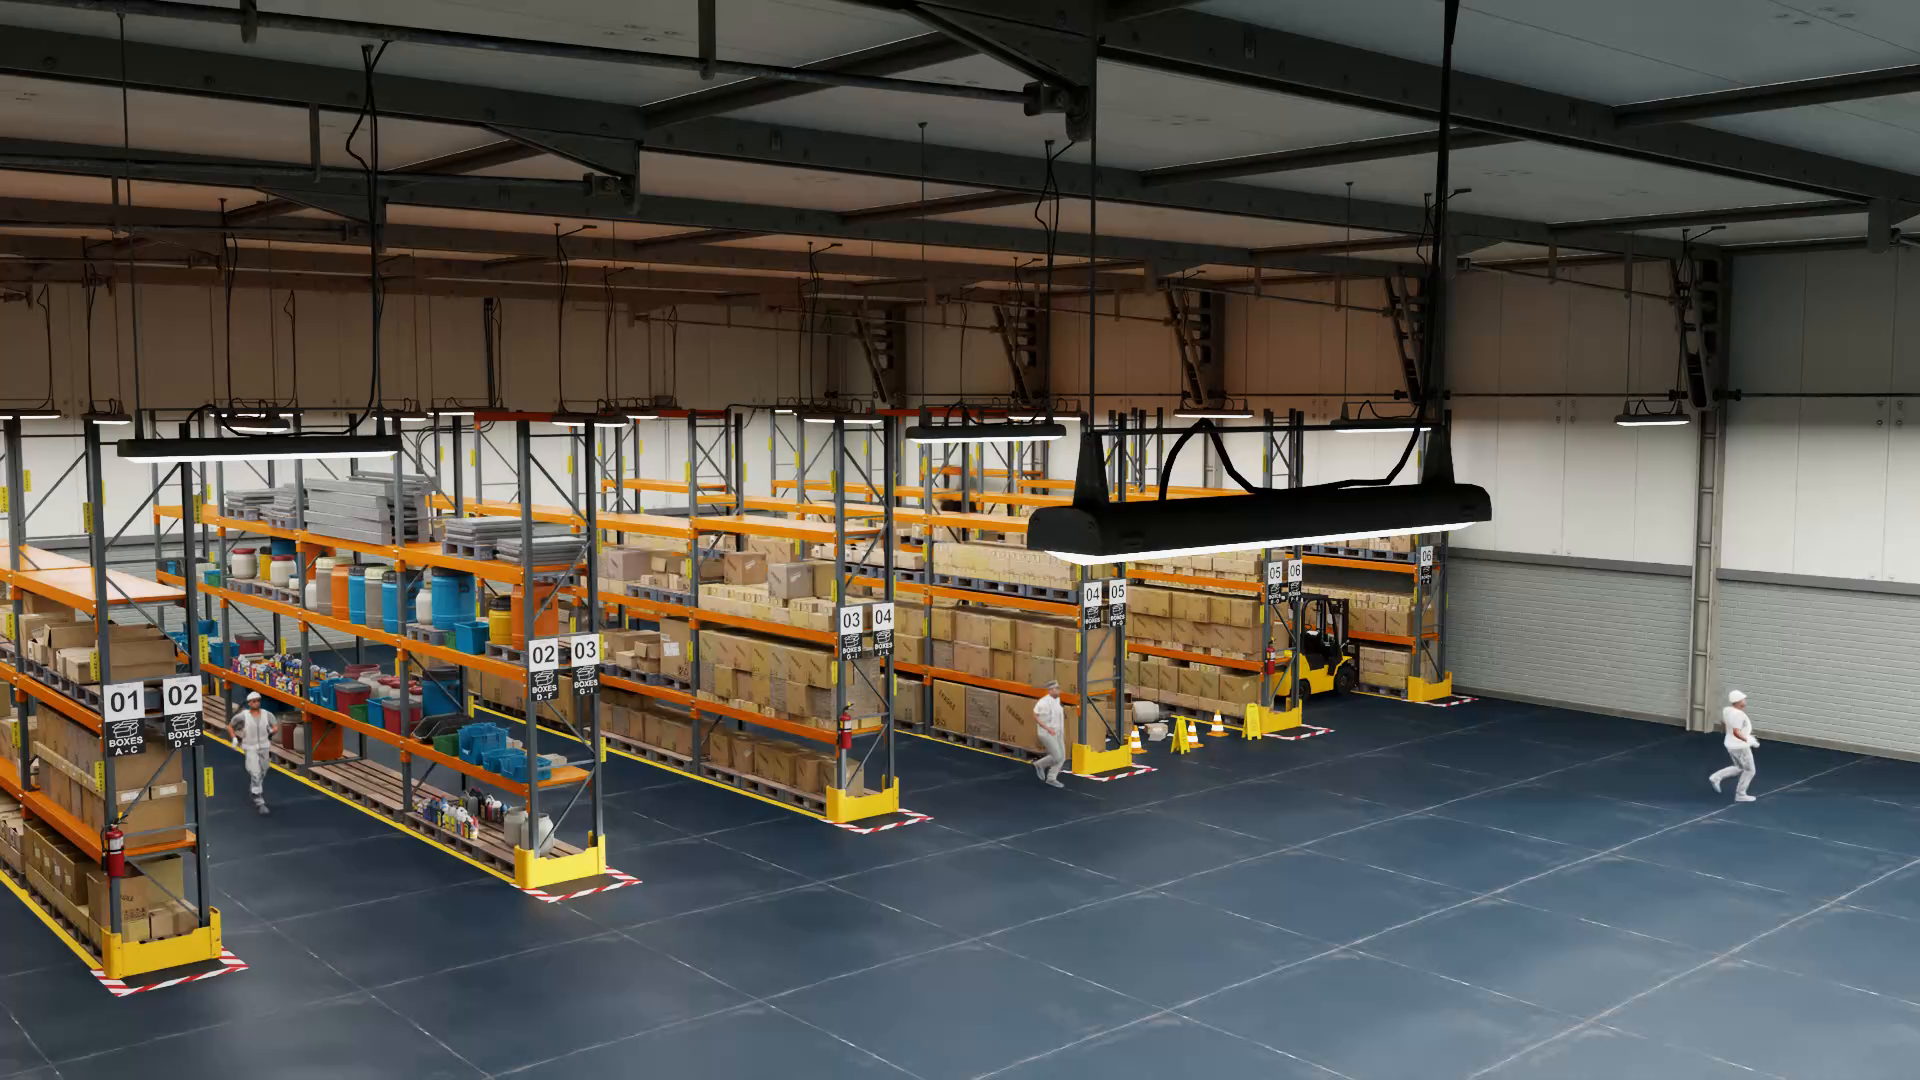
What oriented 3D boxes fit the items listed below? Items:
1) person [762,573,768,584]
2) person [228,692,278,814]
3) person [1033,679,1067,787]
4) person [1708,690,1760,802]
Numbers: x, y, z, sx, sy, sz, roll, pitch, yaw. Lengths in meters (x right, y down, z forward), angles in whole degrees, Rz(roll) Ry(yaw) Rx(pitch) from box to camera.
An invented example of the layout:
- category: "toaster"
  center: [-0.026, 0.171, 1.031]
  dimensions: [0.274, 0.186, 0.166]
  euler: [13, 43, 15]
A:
- category: "person"
  center: [-5.372, 1.624, 44.431]
  dimensions: [0.563, 1.613, 0.689]
  euler: [-1, 5, -11]
- category: "person"
  center: [-10.684, 3.190, 25.243]
  dimensions: [0.659, 1.787, 0.980]
  euler: [-5, 7, -44]
- category: "person"
  center: [1.476, 3.115, 26.869]
  dimensions: [0.549, 1.753, 0.695]
  euler: [4, 6, 37]
- category: "person"
  center: [12.035, 3.198, 25.819]
  dimensions: [0.675, 1.735, 0.676]
  euler: [1, 5, 7]
